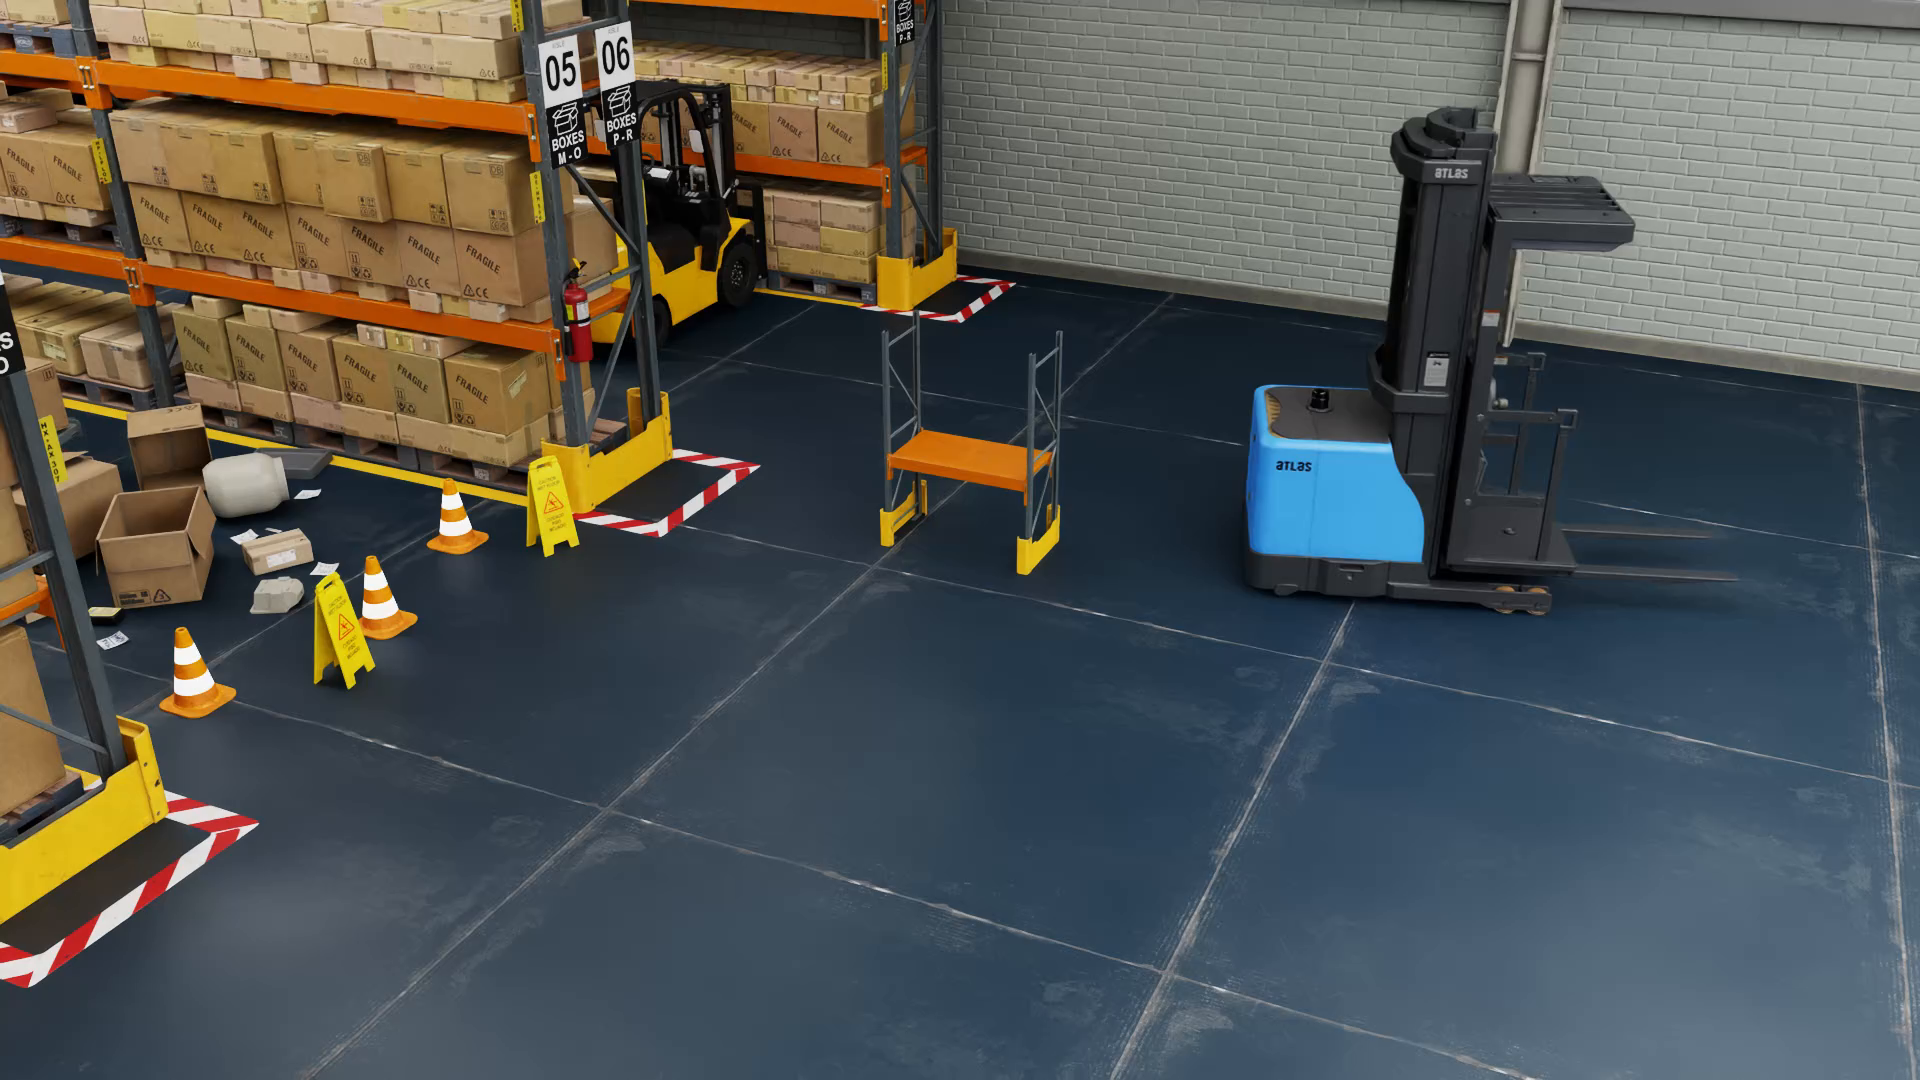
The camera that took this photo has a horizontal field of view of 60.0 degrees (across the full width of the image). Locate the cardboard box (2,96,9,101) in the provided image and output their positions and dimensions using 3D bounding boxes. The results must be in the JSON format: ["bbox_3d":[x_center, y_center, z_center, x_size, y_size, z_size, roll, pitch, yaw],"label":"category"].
[{"bbox_3d":[-8.301,-3.449,14.005,0.500,0.500,0.500,9,28,18],"label":"cardboard box"}]

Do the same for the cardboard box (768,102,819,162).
[{"bbox_3d":[-1.456,-3.898,15.727,0.500,0.500,0.500,12,29,23],"label":"cardboard box"}]

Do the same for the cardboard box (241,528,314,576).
[{"bbox_3d":[-4.511,0.078,10.992,0.380,0.149,0.250,-18,31,-31],"label":"cardboard box"}]

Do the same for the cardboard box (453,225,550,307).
[{"bbox_3d":[-3.090,-1.940,11.414,0.500,0.500,0.500,11,28,21],"label":"cardboard box"}]

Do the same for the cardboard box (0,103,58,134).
[{"bbox_3d":[-7.270,-3.277,12.919,0.250,0.149,0.380,11,28,20],"label":"cardboard box"}]

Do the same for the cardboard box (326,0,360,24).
[{"bbox_3d":[-4.028,-3.582,11.185,0.250,0.149,0.380,11,28,20],"label":"cardboard box"}]

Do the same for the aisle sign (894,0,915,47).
[{"bbox_3d":[-0.493,-4.806,14.742,0.004,0.787,0.394,11,28,22],"label":"aisle sign"}]

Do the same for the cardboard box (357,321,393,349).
[{"bbox_3d":[-4.148,-1.533,12.092,0.250,0.149,0.380,13,29,24],"label":"cardboard box"}]

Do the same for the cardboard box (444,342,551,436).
[{"bbox_3d":[-3.320,-1.106,11.959,0.500,0.500,0.500,12,28,22],"label":"cardboard box"}]

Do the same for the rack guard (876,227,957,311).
[{"bbox_3d":[-0.409,-2.644,16.124,0.348,0.500,1.175,11,28,22],"label":"rack guard"}]

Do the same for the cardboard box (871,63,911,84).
[{"bbox_3d":[-0.648,-4.386,15.649,0.250,0.149,0.380,11,28,21],"label":"cardboard box"}]

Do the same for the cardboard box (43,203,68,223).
[{"bbox_3d":[-6.939,-2.619,13.052,0.250,0.149,0.380,10,28,20],"label":"cardboard box"}]

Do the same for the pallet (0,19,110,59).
[{"bbox_3d":[-6.641,-3.922,12.706,1.003,0.211,1.213,11,28,22],"label":"pallet"}]

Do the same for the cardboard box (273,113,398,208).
[{"bbox_3d":[-4.399,-2.700,11.826,0.500,0.500,0.700,11,28,21],"label":"cardboard box"}]

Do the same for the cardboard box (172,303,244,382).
[{"bbox_3d":[-5.698,-1.579,12.920,0.500,0.500,0.500,13,29,24],"label":"cardboard box"}]

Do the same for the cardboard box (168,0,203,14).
[{"bbox_3d":[-5.258,-3.760,11.547,0.250,0.149,0.380,11,28,21],"label":"cardboard box"}]

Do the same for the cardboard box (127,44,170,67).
[{"bbox_3d":[-5.727,-3.511,11.943,0.250,0.149,0.380,11,28,22],"label":"cardboard box"}]

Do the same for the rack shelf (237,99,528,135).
[{"bbox_3d":[-5.893,-4.544,17.968,4.000,0.370,1.077,11,28,22],"label":"rack shelf"}]

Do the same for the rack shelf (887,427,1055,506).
[{"bbox_3d":[0.078,-0.496,11.036,1.000,0.185,0.538,11,28,22],"label":"rack shelf"}]

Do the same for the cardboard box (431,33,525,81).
[{"bbox_3d":[-3.060,-3.170,10.800,0.500,0.250,0.500,11,28,21],"label":"cardboard box"}]

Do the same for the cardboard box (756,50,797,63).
[{"bbox_3d":[-1.786,-4.667,16.220,0.250,0.149,0.380,11,28,21],"label":"cardboard box"}]

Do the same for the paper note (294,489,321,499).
[{"bbox_3d":[-4.691,-0.334,11.964,0.148,0.019,0.142,2,26,4],"label":"paper note"}]

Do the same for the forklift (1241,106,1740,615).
[{"bbox_3d":[3.378,-1.096,10.228,3.031,2.935,1.130,3,26,6],"label":"forklift"}]

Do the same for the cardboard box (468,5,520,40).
[{"bbox_3d":[-2.912,-3.307,10.627,0.250,0.149,0.380,12,29,22],"label":"cardboard box"}]

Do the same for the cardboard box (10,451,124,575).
[{"bbox_3d":[-5.984,-0.185,10.972,0.503,0.637,0.797,11,28,22],"label":"cardboard box"}]

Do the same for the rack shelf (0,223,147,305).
[{"bbox_3d":[-7.944,-2.548,13.913,4.000,0.370,1.077,11,28,22],"label":"rack shelf"}]

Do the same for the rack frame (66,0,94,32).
[{"bbox_3d":[-6.124,-5.196,11.686,0.127,3.000,1.000,11,28,22],"label":"rack frame"}]

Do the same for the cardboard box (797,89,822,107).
[{"bbox_3d":[-1.319,-4.163,15.532,0.250,0.149,0.380,12,29,23],"label":"cardboard box"}]

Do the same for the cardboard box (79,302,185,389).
[{"bbox_3d":[-6.602,-1.609,13.691,0.625,0.372,0.950,12,29,22],"label":"cardboard box"}]

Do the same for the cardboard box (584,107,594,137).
[{"bbox_3d":[-3.776,-4.360,16.666,0.500,0.500,0.500,11,28,20],"label":"cardboard box"}]

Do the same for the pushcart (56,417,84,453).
[{"bbox_3d":[-7.022,-0.402,11.710,0.936,0.377,1.648,2,26,4],"label":"pushcart"}]

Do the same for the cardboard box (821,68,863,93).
[{"bbox_3d":[-1.082,-4.252,15.377,0.250,0.149,0.380,11,28,22],"label":"cardboard box"}]

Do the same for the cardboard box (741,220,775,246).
[{"bbox_3d":[-1.934,-3.094,16.280,0.500,0.250,0.500,11,28,21],"label":"cardboard box"}]

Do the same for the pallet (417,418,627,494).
[{"bbox_3d":[-3.276,-0.699,12.500,1.213,0.211,1.003,11,28,22],"label":"pallet"}]

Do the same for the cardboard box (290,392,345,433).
[{"bbox_3d":[-4.724,-1.054,12.702,0.500,0.250,0.500,11,28,21],"label":"cardboard box"}]

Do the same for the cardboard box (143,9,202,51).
[{"bbox_3d":[-5.363,-3.635,11.745,0.500,0.250,0.500,11,28,21],"label":"cardboard box"}]

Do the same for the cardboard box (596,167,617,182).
[{"bbox_3d":[-3.301,-3.592,16.726,0.500,0.250,0.500,11,28,22],"label":"cardboard box"}]

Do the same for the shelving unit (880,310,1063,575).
[{"bbox_3d":[0.069,-0.659,10.960,1.083,1.500,0.587,11,28,22],"label":"shelving unit"}]

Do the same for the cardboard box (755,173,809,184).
[{"bbox_3d":[-1.697,-3.523,16.585,0.500,0.250,0.500,11,28,21],"label":"cardboard box"}]

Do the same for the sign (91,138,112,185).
[{"bbox_3d":[-6.350,-2.800,12.301,0.005,0.325,0.100,11,28,22],"label":"sign"}]

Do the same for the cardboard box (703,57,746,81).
[{"bbox_3d":[-2.243,-4.498,15.875,0.250,0.149,0.380,12,29,23],"label":"cardboard box"}]

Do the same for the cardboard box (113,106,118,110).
[{"bbox_3d":[-9.961,-5.175,20.056,0.250,0.149,0.380,12,29,23],"label":"cardboard box"}]

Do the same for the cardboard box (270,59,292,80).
[{"bbox_3d":[-4.536,-3.299,11.514,0.250,0.149,0.380,12,28,22],"label":"cardboard box"}]

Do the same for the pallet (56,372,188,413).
[{"bbox_3d":[-6.833,-1.395,13.915,1.213,0.211,1.003,11,28,22],"label":"pallet"}]

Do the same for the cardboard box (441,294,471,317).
[{"bbox_3d":[-3.412,-1.700,11.661,0.250,0.149,0.380,11,28,21],"label":"cardboard box"}]

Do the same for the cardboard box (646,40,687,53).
[{"bbox_3d":[-2.945,-4.907,16.707,0.250,0.149,0.380,11,28,21],"label":"cardboard box"}]

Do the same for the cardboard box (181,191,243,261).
[{"bbox_3d":[-5.372,-2.408,12.365,0.500,0.500,0.500,11,28,22],"label":"cardboard box"}]

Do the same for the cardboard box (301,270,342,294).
[{"bbox_3d":[-4.568,-1.933,12.134,0.250,0.149,0.380,11,28,22],"label":"cardboard box"}]

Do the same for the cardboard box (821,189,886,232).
[{"bbox_3d":[-0.979,-3.132,15.791,0.500,0.250,0.500,12,29,24],"label":"cardboard box"}]

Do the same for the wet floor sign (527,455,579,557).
[{"bbox_3d":[-2.752,-0.252,11.101,0.232,0.644,0.267,23,35,39],"label":"wet floor sign"}]

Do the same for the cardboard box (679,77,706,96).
[{"bbox_3d":[-2.492,-4.382,15.977,0.250,0.149,0.380,11,28,21],"label":"cardboard box"}]

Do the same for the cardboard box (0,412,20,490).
[{"bbox_3d":[-4.761,-0.400,7.343,0.550,0.550,0.875,11,28,22],"label":"cardboard box"}]

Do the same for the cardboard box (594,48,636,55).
[{"bbox_3d":[-3.394,-4.738,16.364,0.250,0.149,0.380,11,28,21],"label":"cardboard box"}]

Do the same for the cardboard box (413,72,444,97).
[{"bbox_3d":[-3.391,-3.054,11.015,0.250,0.149,0.380,12,29,23],"label":"cardboard box"}]

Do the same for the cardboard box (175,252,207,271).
[{"bbox_3d":[-5.718,-2.180,12.636,0.250,0.149,0.380,12,29,23],"label":"cardboard box"}]
